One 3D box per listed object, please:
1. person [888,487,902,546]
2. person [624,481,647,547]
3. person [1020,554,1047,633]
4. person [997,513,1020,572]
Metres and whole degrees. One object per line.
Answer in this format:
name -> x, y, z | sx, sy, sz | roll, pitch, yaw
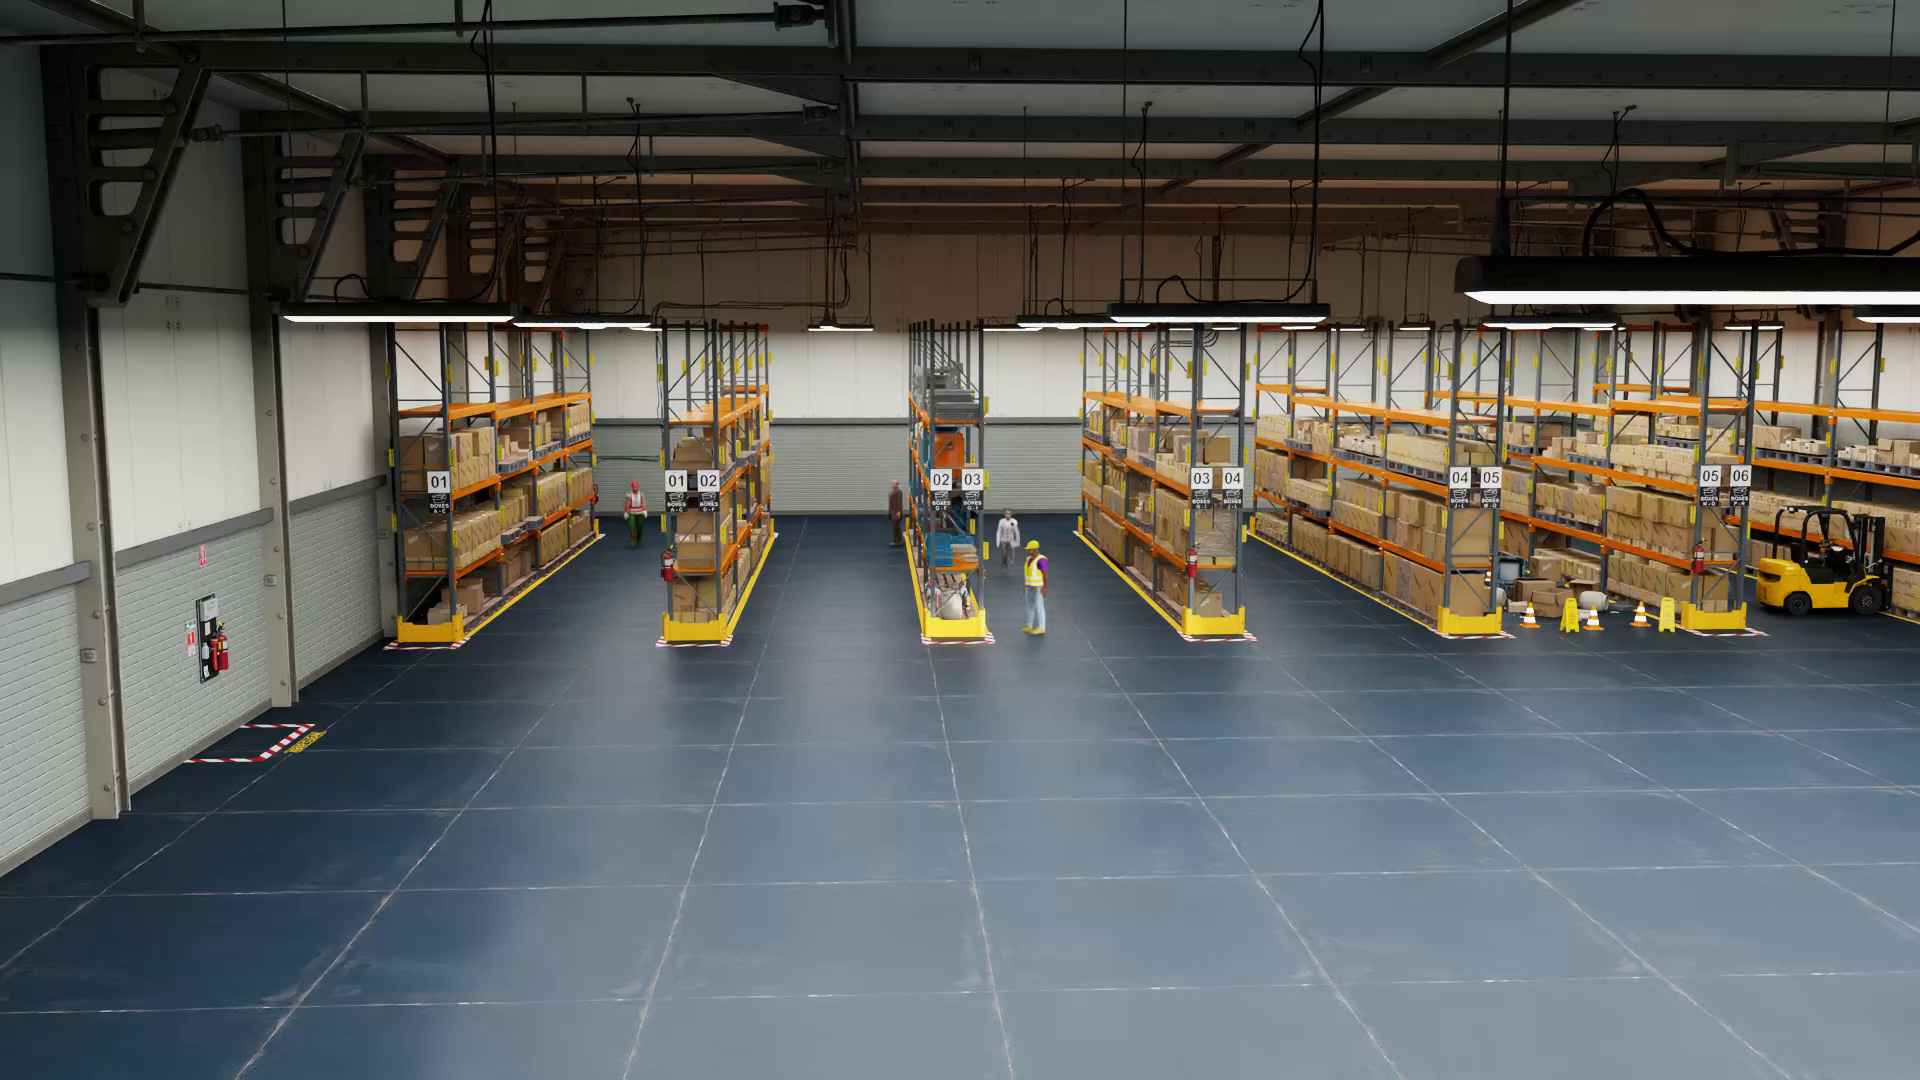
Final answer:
person -> -1.793, -0.656, 45.285 | 0.448, 1.583, 0.669 | -3, 8, -26
person -> -8.769, -0.714, 44.947 | 0.621, 1.733, 1.055 | -1, 7, -10
person -> 1.400, 1.018, 31.984 | 0.427, 1.520, 0.583 | -6, 9, -40
person -> 1.138, 0.034, 39.484 | 0.540, 1.549, 0.974 | 0, 7, 0
